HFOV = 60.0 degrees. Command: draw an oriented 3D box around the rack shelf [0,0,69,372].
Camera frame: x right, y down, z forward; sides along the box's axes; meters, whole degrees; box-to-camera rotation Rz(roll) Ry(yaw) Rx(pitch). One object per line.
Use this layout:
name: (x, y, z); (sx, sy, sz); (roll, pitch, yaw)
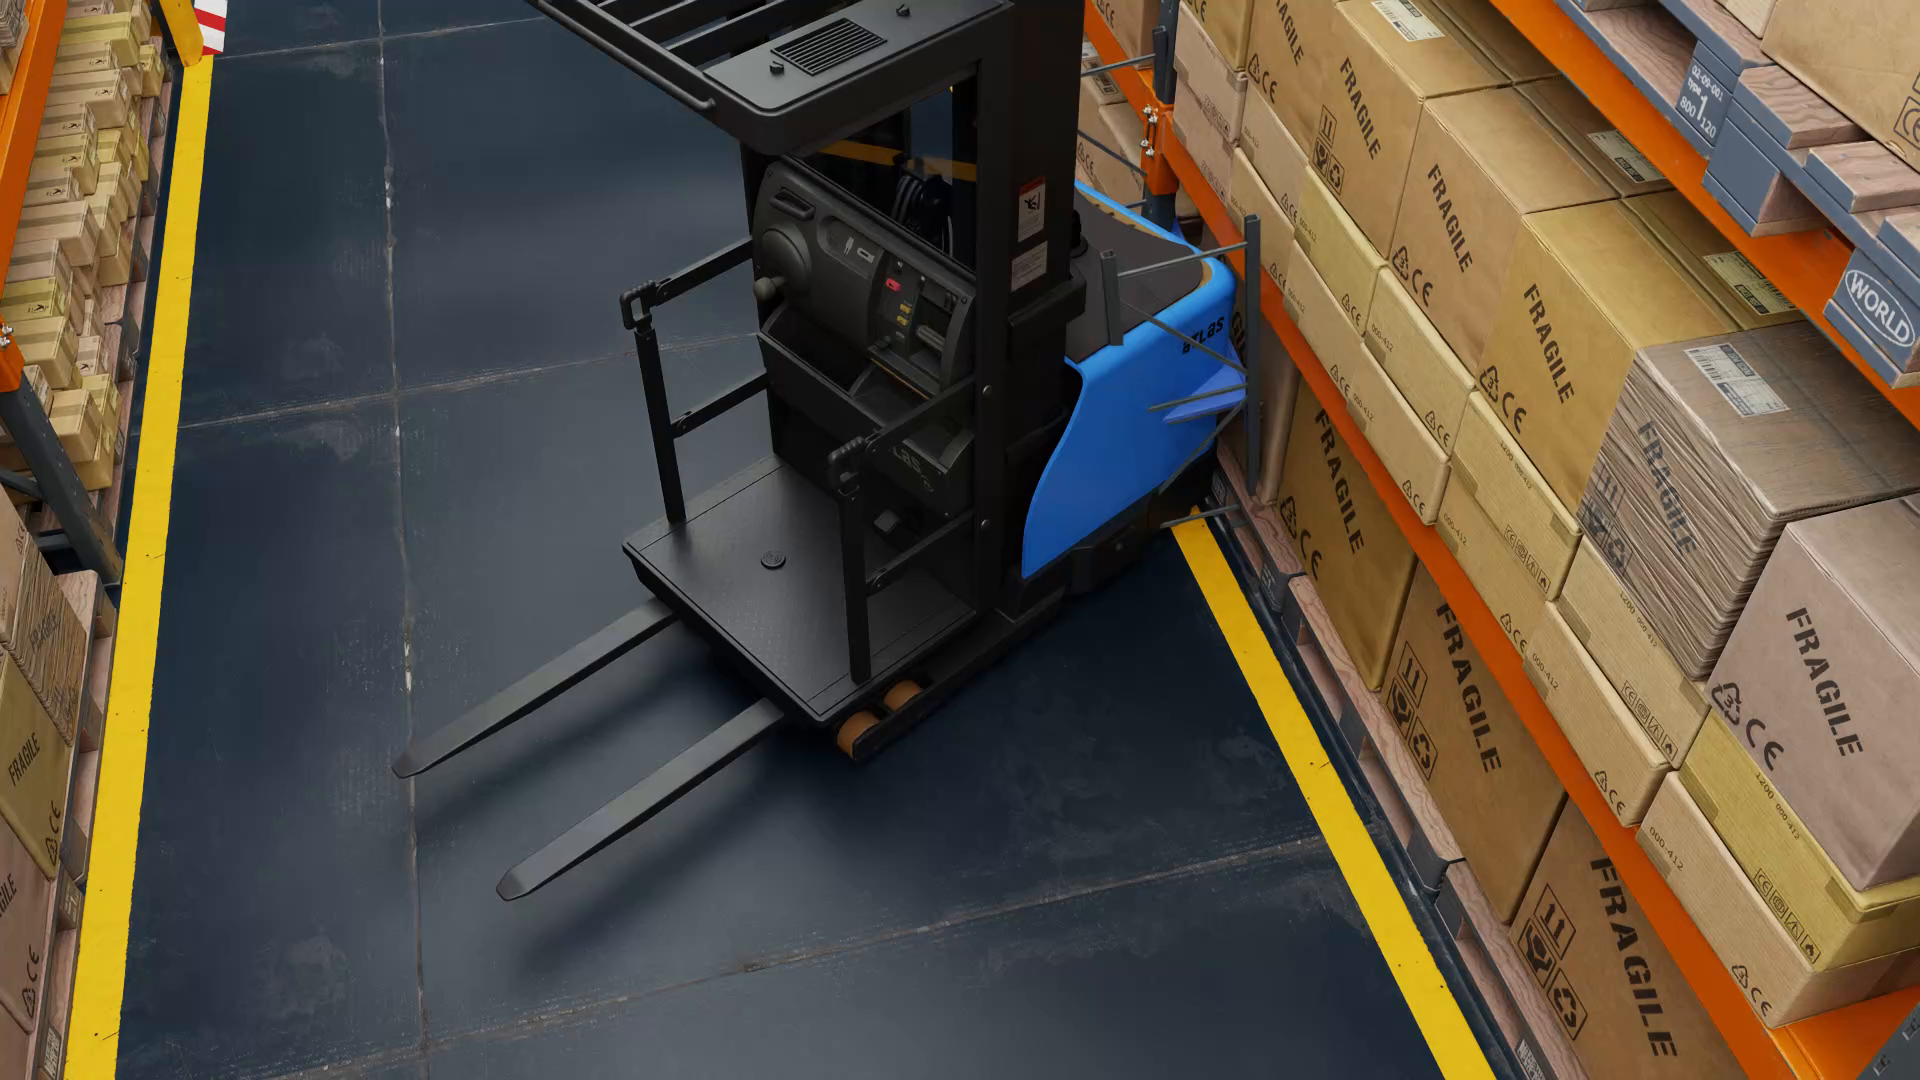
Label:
rack shelf: (-4.079, -1.960, 6.575); (1.077, 0.370, 4.000); (-11, 47, -10)

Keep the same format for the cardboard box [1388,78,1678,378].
cardboard box: (1.448, -0.786, 4.150); (0.500, 0.500, 0.500); (-11, 47, -11)

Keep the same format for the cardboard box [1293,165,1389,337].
cardboard box: (1.296, -0.865, 4.753); (0.500, 0.250, 0.500); (-10, 46, -10)

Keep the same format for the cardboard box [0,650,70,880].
cardboard box: (-3.003, 0.716, 4.904); (0.500, 0.500, 0.500); (-12, 47, -11)

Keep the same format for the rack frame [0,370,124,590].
rack frame: (-3.567, -0.831, 4.964); (1.000, 3.000, 0.127); (-11, 47, -10)

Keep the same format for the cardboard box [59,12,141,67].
cardboard box: (-4.013, -2.291, 7.681); (0.380, 0.149, 0.250); (-12, 47, -11)

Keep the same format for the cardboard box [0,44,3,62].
cardboard box: (-3.584, -1.699, 5.536); (0.500, 0.500, 0.500); (-11, 47, -10)

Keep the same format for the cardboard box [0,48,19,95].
cardboard box: (-3.646, -1.713, 6.004); (0.380, 0.149, 0.250); (-10, 46, -10)

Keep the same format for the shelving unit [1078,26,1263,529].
shelving unit: (0.672, -0.859, 5.981); (0.538, 1.500, 1.048); (-14, 52, -1)

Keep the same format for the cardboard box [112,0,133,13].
cardboard box: (-4.211, -2.631, 8.014); (0.380, 0.149, 0.250); (-10, 46, -10)

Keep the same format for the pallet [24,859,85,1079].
pallet: (-3.051, 1.526, 4.607); (1.003, 0.211, 1.213); (-11, 47, -10)

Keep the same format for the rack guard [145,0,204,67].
rack guard: (-4.572, -2.665, 8.512); (1.175, 0.500, 0.348); (-11, 47, -10)

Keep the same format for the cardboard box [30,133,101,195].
cardboard box: (-3.831, -1.548, 6.952); (0.380, 0.149, 0.250); (-10, 47, -10)

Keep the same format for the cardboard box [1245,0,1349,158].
cardboard box: (1.184, -1.488, 4.838); (0.500, 0.500, 0.500); (-11, 47, -11)

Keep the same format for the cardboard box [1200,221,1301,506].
cardboard box: (1.428, -0.796, 6.123); (0.875, 0.875, 0.875); (-9, 46, -9)

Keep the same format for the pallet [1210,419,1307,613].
pallet: (1.462, -0.311, 6.407); (1.003, 0.211, 1.213); (-11, 47, -10)

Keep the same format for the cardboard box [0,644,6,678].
cardboard box: (-3.014, 0.460, 4.631); (0.500, 0.250, 0.500); (-9, 46, -8)

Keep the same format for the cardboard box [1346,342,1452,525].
cardboard box: (1.418, -0.341, 4.589); (0.500, 0.250, 0.500); (-11, 47, -11)

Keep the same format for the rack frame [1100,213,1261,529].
rack frame: (0.777, -0.474, 5.665); (0.500, 1.500, 0.032); (-14, 52, -1)

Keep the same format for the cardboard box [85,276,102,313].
cardboard box: (-3.748, -0.982, 6.814); (0.380, 0.149, 0.250); (-13, 47, -12)

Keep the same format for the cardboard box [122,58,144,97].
cardboard box: (-4.046, -2.175, 7.776); (0.380, 0.149, 0.250); (-12, 47, -12)

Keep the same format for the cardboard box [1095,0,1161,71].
cardboard box: (0.826, -2.114, 6.152); (0.500, 0.500, 0.500); (-10, 46, -10)

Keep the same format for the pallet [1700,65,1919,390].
pallet: (2.000, -0.463, 2.636); (1.213, 0.211, 1.003); (-9, 46, -8)

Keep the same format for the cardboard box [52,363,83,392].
cardboard box: (-3.502, -0.552, 6.184); (0.380, 0.149, 0.250); (-10, 46, -10)

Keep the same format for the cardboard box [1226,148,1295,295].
cardboard box: (1.183, -1.044, 5.278); (0.500, 0.250, 0.500); (-12, 47, -11)

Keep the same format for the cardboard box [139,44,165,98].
cardboard box: (-4.091, -2.258, 8.064); (0.380, 0.149, 0.250); (-9, 46, -9)

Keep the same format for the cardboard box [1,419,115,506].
cardboard box: (-3.350, -0.290, 6.136); (0.380, 0.149, 0.250); (-13, 47, -12)

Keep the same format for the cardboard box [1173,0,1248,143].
cardboard box: (1.032, -1.573, 5.446); (0.500, 0.250, 0.500); (-12, 47, -11)

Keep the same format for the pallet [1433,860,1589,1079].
pallet: (2.087, 1.374, 4.756); (1.003, 0.211, 1.213); (-11, 47, -10)

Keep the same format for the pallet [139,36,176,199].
pallet: (-4.398, -1.997, 8.059); (1.003, 0.211, 1.213); (-11, 47, -10)

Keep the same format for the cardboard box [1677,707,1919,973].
cardboard box: (1.846, 0.545, 3.370); (0.500, 0.250, 0.500); (-11, 47, -10)

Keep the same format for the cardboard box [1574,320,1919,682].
cardboard box: (1.691, -0.091, 3.469); (0.500, 0.500, 0.500); (-10, 46, -10)

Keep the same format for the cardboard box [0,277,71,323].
cardboard box: (-3.581, -0.831, 6.250); (0.380, 0.149, 0.250); (-11, 47, -11)

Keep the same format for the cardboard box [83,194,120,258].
cardboard box: (-3.717, -1.280, 6.898); (0.380, 0.149, 0.250); (-11, 47, -11)

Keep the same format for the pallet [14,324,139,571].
pallet: (-3.773, -0.312, 6.408); (1.003, 0.211, 1.213); (-11, 47, -10)

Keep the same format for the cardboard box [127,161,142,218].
cardboard box: (-3.855, -1.534, 7.356); (0.380, 0.149, 0.250); (-10, 46, -10)

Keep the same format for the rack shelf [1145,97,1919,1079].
rack shelf: (1.704, -0.173, 4.823); (1.077, 0.370, 4.000); (-11, 47, -10)

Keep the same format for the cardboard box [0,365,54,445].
cardboard box: (-3.455, -0.464, 5.890); (0.380, 0.149, 0.250); (-9, 46, -9)

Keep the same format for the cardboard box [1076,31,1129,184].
cardboard box: (0.905, -2.127, 7.734); (0.875, 0.438, 0.875); (-12, 47, -11)

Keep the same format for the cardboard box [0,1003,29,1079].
cardboard box: (-2.746, 1.423, 4.211); (0.500, 0.500, 0.500); (-12, 47, -11)

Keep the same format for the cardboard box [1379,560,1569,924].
cardboard box: (1.895, 0.444, 4.909); (0.875, 0.875, 0.875); (-10, 46, -10)

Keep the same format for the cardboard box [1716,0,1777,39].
cardboard box: (1.525, -1.081, 2.909); (0.396, 0.266, 0.258); (-12, 47, -11)

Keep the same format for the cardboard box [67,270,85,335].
cardboard box: (-3.666, -0.900, 6.526); (0.380, 0.149, 0.250); (-13, 47, -12)

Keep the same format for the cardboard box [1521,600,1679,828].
cardboard box: (1.689, 0.357, 3.905); (0.500, 0.250, 0.500); (-10, 46, -10)

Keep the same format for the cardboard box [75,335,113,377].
cardboard box: (-3.532, -0.636, 6.475); (0.380, 0.149, 0.250); (-11, 47, -11)

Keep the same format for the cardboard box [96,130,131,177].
cardboard box: (-3.853, -1.640, 7.251); (0.380, 0.149, 0.250); (-9, 46, -8)

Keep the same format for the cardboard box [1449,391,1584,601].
cardboard box: (1.561, -0.158, 4.059); (0.500, 0.250, 0.500); (-12, 47, -11)

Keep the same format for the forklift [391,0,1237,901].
forklift: (-0.460, -0.718, 4.902); (3.031, 2.935, 1.130); (-34, 54, -29)

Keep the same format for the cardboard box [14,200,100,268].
cardboard box: (-3.656, -1.197, 6.609); (0.380, 0.149, 0.250); (-10, 46, -9)

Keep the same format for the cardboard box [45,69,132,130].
cardboard box: (-3.885, -1.926, 7.323); (0.380, 0.149, 0.250); (-9, 46, -9)

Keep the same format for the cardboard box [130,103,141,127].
cardboard box: (-4.031, -1.891, 7.705); (0.380, 0.149, 0.250); (-10, 46, -10)
